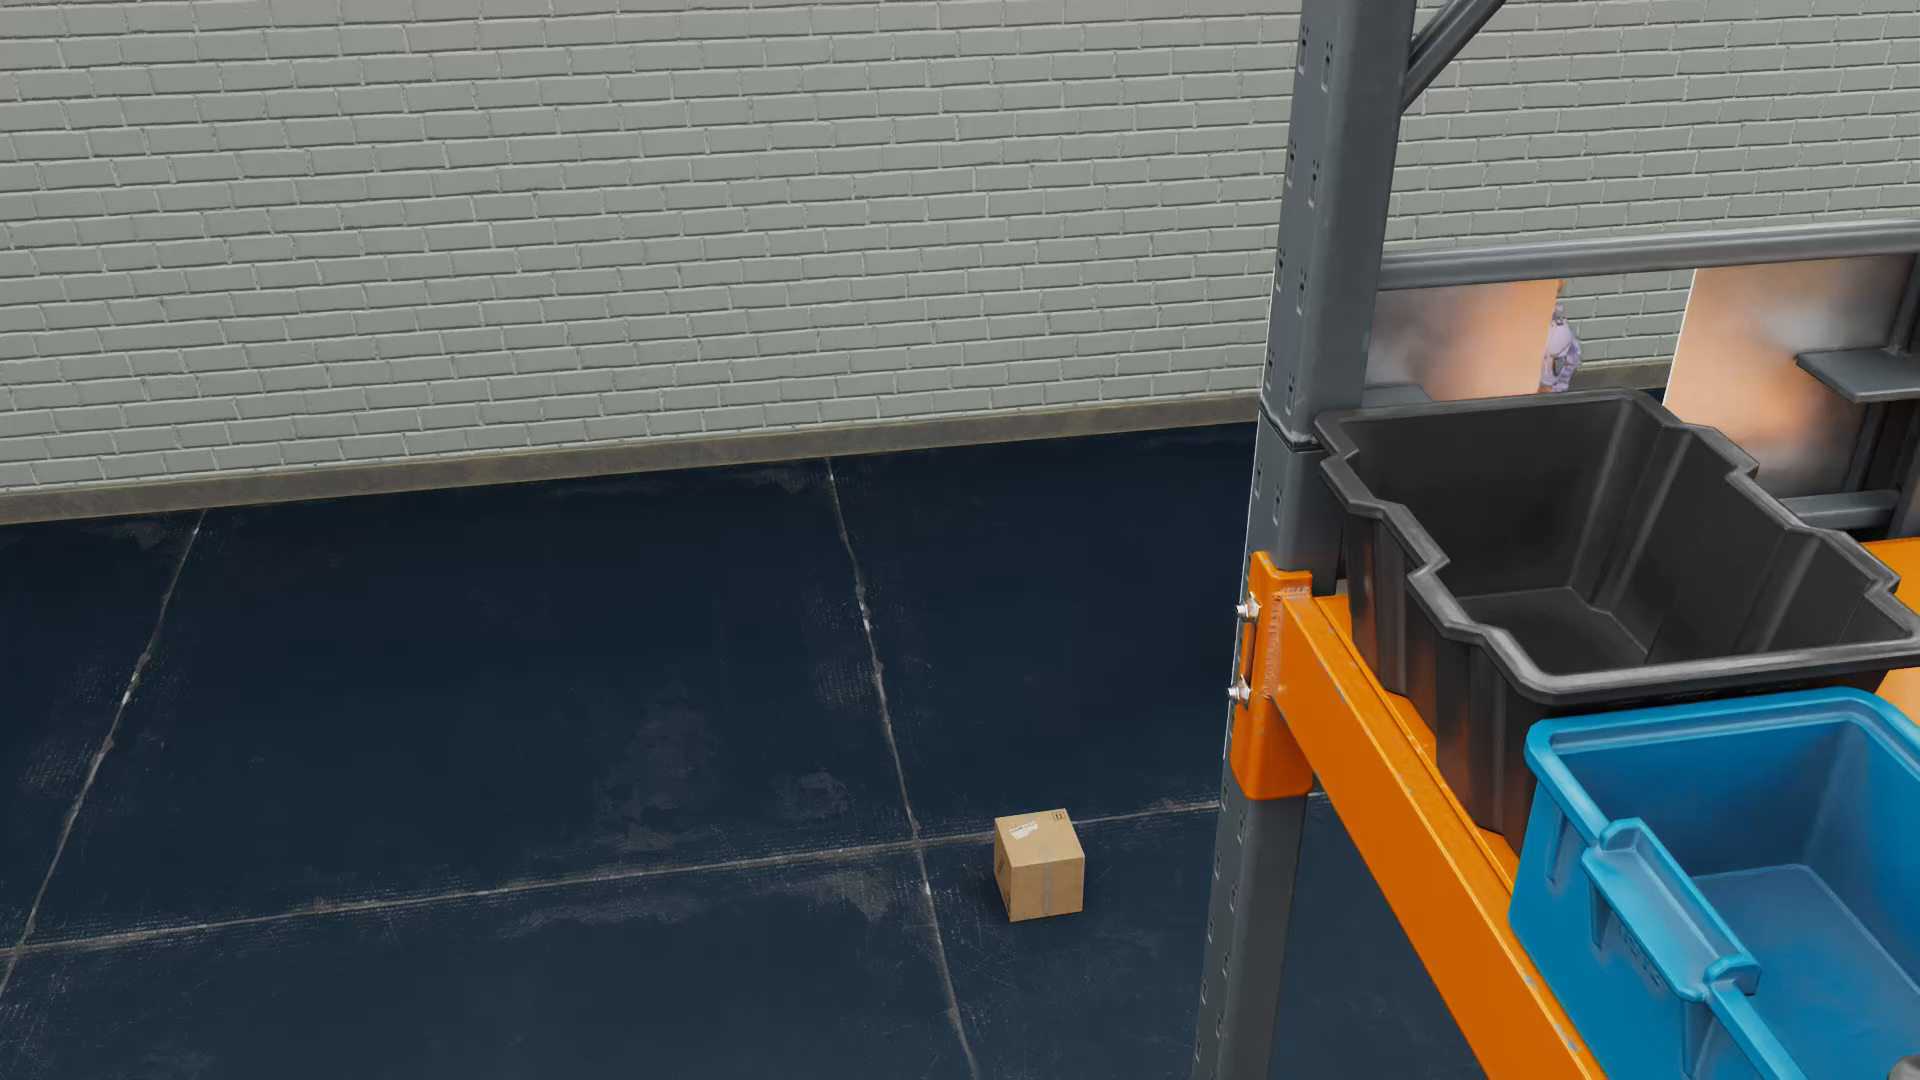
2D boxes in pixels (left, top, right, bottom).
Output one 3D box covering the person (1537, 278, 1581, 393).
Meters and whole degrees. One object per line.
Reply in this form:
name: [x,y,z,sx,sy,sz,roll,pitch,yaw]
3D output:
person: [2.303,-0.500,6.973,0.992,1.597,0.484,-19,36,-28]
